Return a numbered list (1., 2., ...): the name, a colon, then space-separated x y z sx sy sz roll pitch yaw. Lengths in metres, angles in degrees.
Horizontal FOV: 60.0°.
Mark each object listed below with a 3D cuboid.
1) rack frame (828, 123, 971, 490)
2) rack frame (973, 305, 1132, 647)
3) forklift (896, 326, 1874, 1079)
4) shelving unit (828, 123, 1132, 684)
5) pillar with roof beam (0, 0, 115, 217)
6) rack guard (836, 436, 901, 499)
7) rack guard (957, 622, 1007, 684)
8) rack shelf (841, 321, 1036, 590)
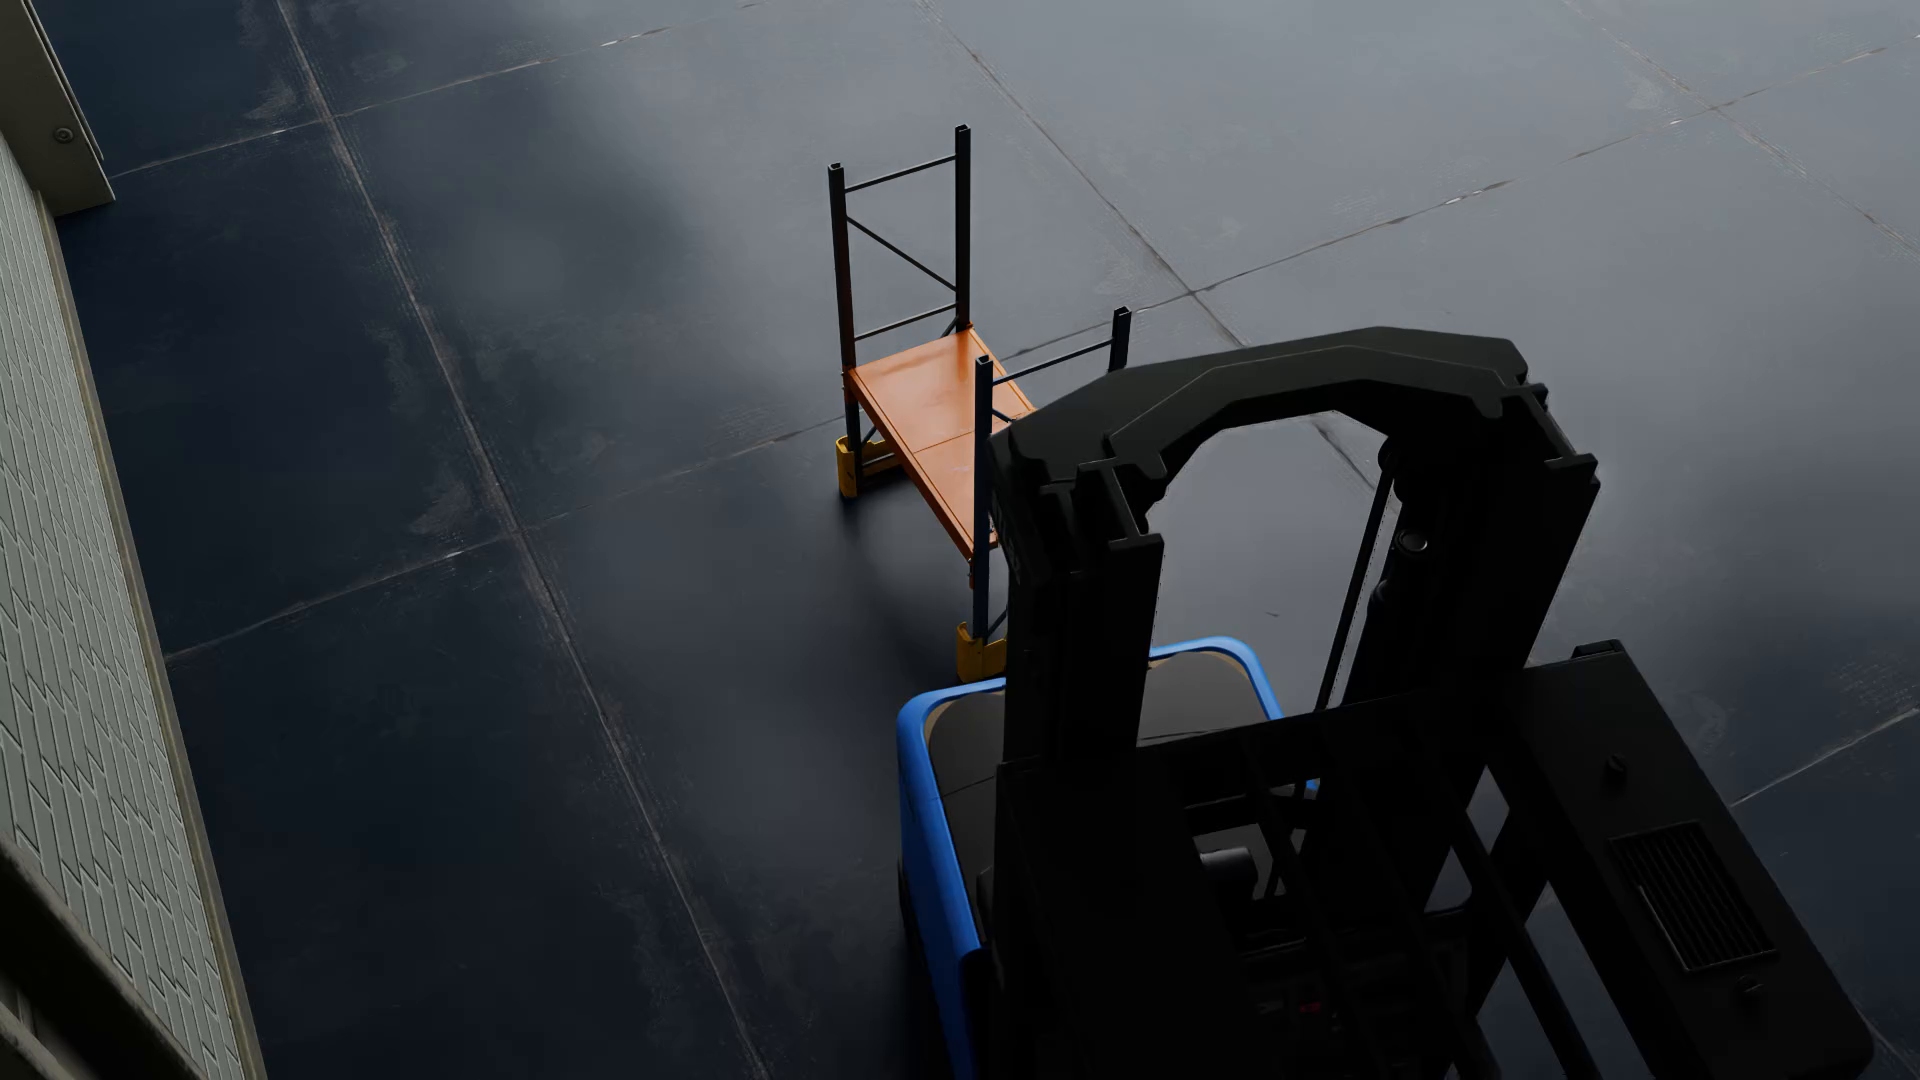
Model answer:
1. rack frame: -0.194 -0.777 5.933 0.500 1.500 0.032 -21 52 -18
2. rack frame: 0.272 -0.096 5.338 0.500 1.500 0.032 -21 52 -18
3. forklift: 0.656 1.159 3.289 1.130 2.935 3.031 -10 50 -9
4. shelving unit: 0.035 -0.443 5.641 0.587 1.500 1.083 -21 52 -18
5. pillar with roof beam: -0.265 -6.079 5.589 9.100 9.000 0.400 -21 52 -18
6. rack guard: -0.193 -0.365 6.403 0.587 0.250 0.087 -21 52 -18
7. rack guard: 0.263 0.302 5.820 0.587 0.250 0.087 -21 52 -18
8. rack shelf: 0.039 -0.318 5.771 0.538 0.185 1.000 -21 52 -18
